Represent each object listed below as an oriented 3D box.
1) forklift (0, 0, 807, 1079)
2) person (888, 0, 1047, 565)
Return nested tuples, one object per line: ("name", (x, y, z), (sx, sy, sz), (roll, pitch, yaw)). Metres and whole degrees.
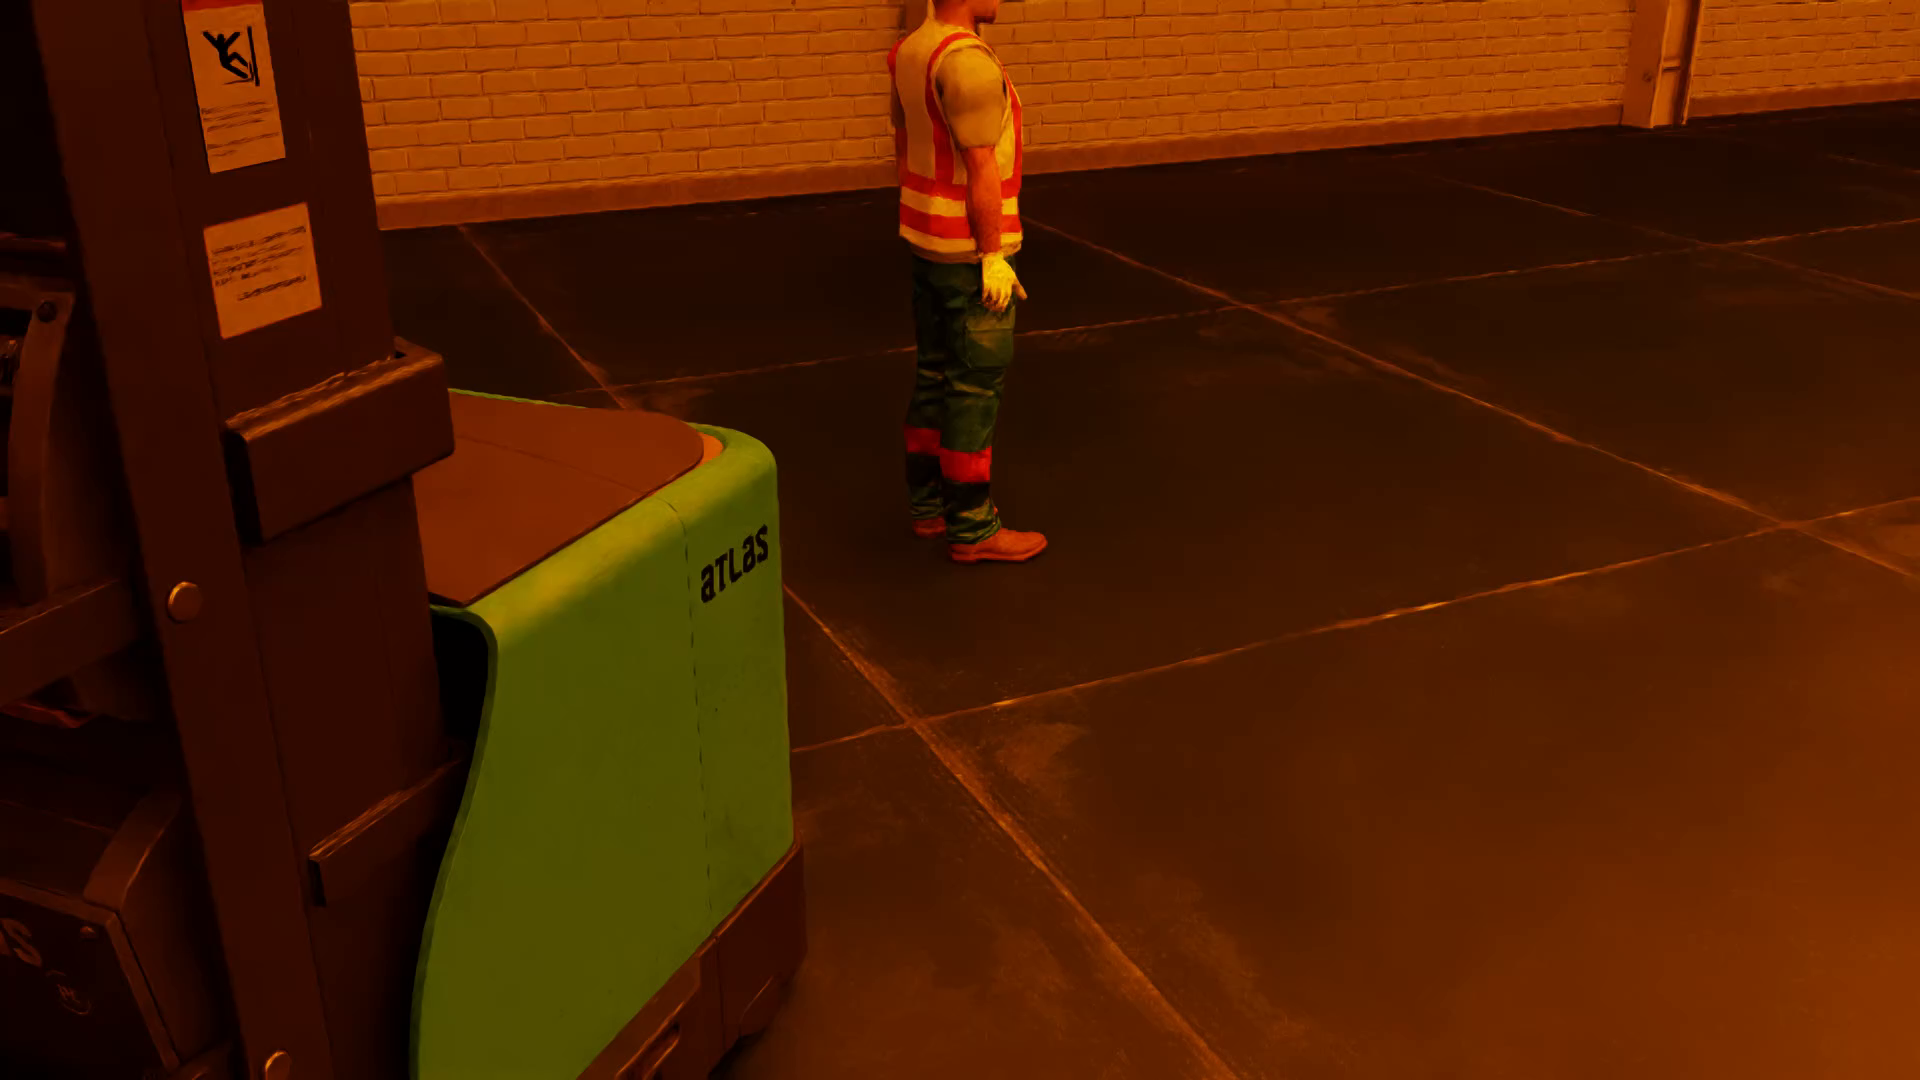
("forklift", (-1.323, -0.091, 1.504), (1.130, 2.935, 3.031), (9, 24, 21))
("person", (0.018, -0.831, 4.772), (0.349, 1.795, 0.540), (-10, 25, -23))
